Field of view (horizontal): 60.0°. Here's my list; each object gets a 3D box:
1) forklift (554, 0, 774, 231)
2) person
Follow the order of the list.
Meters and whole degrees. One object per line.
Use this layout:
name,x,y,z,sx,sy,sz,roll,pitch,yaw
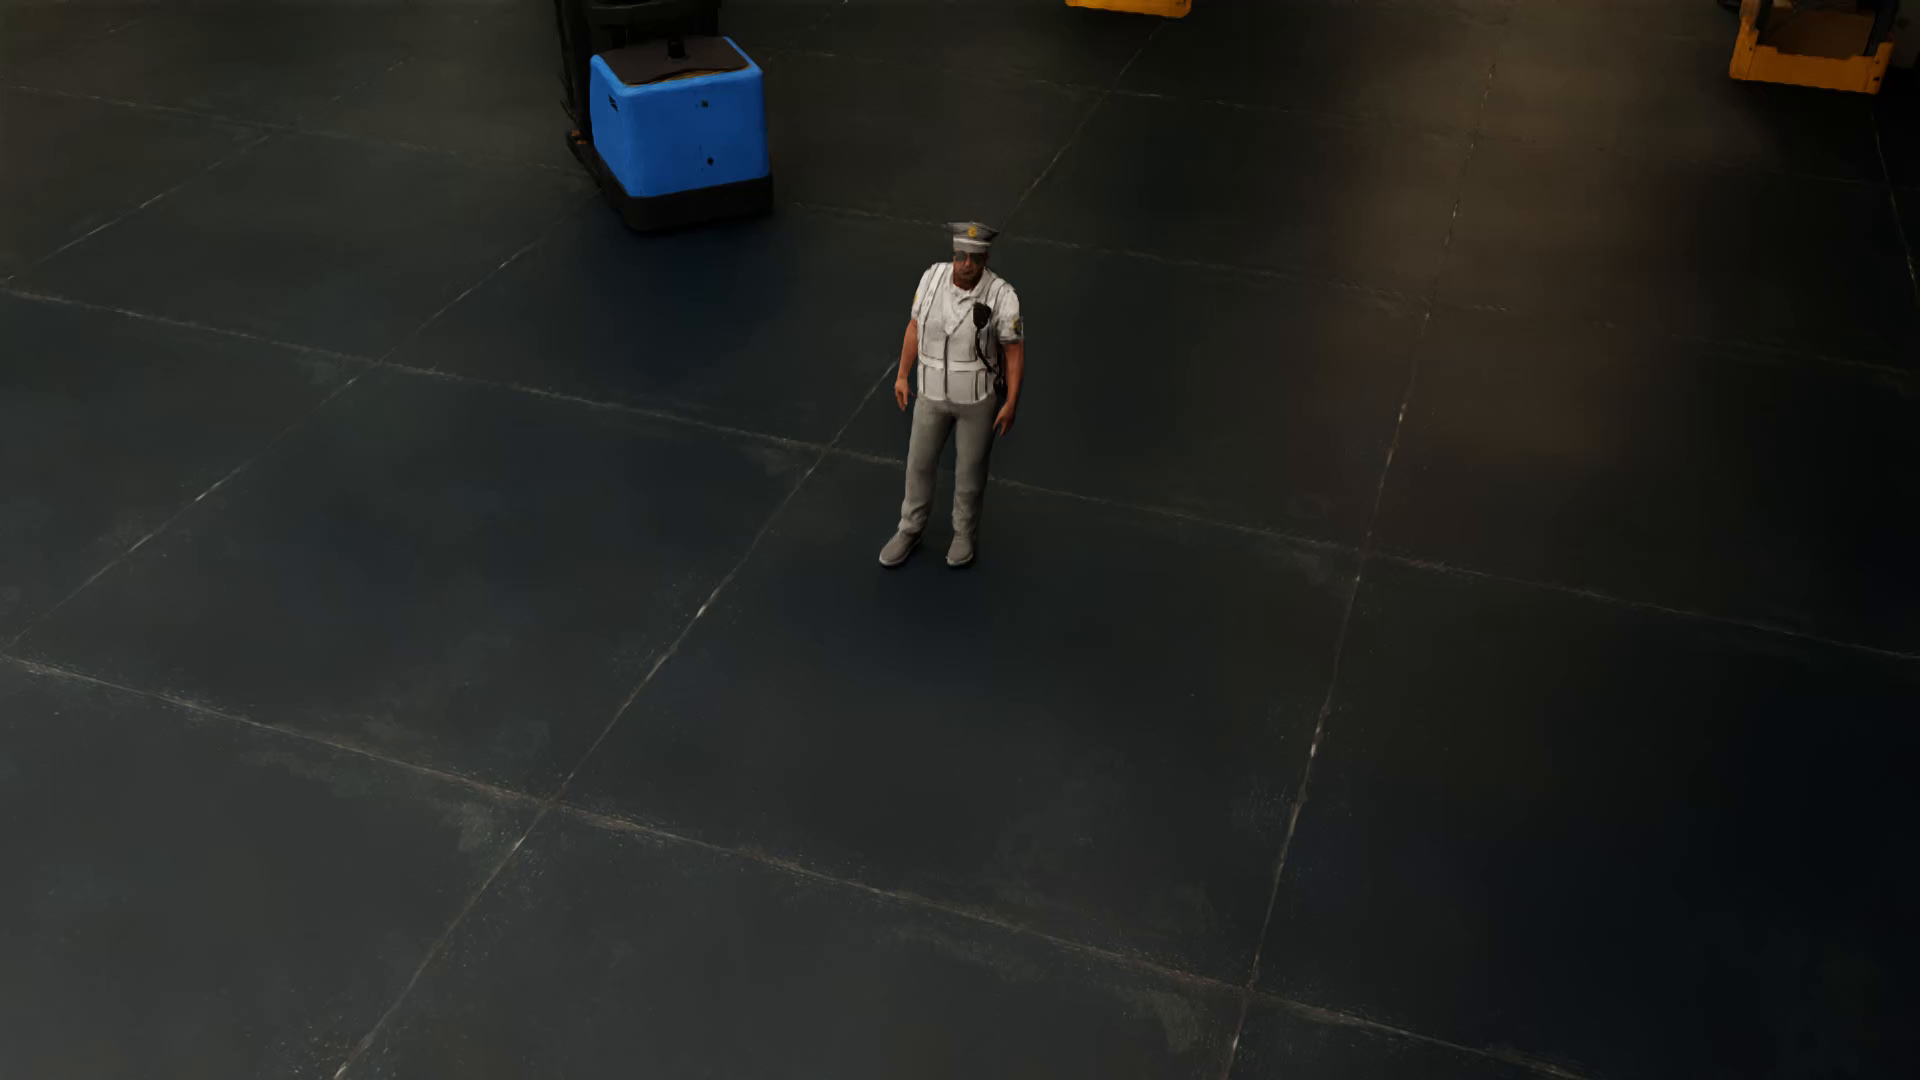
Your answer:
forklift,-2.399,-4.189,12.019,1.130,2.935,3.031,-15,38,-20
person,-0.037,-0.693,8.068,0.640,1.781,0.574,12,37,16
